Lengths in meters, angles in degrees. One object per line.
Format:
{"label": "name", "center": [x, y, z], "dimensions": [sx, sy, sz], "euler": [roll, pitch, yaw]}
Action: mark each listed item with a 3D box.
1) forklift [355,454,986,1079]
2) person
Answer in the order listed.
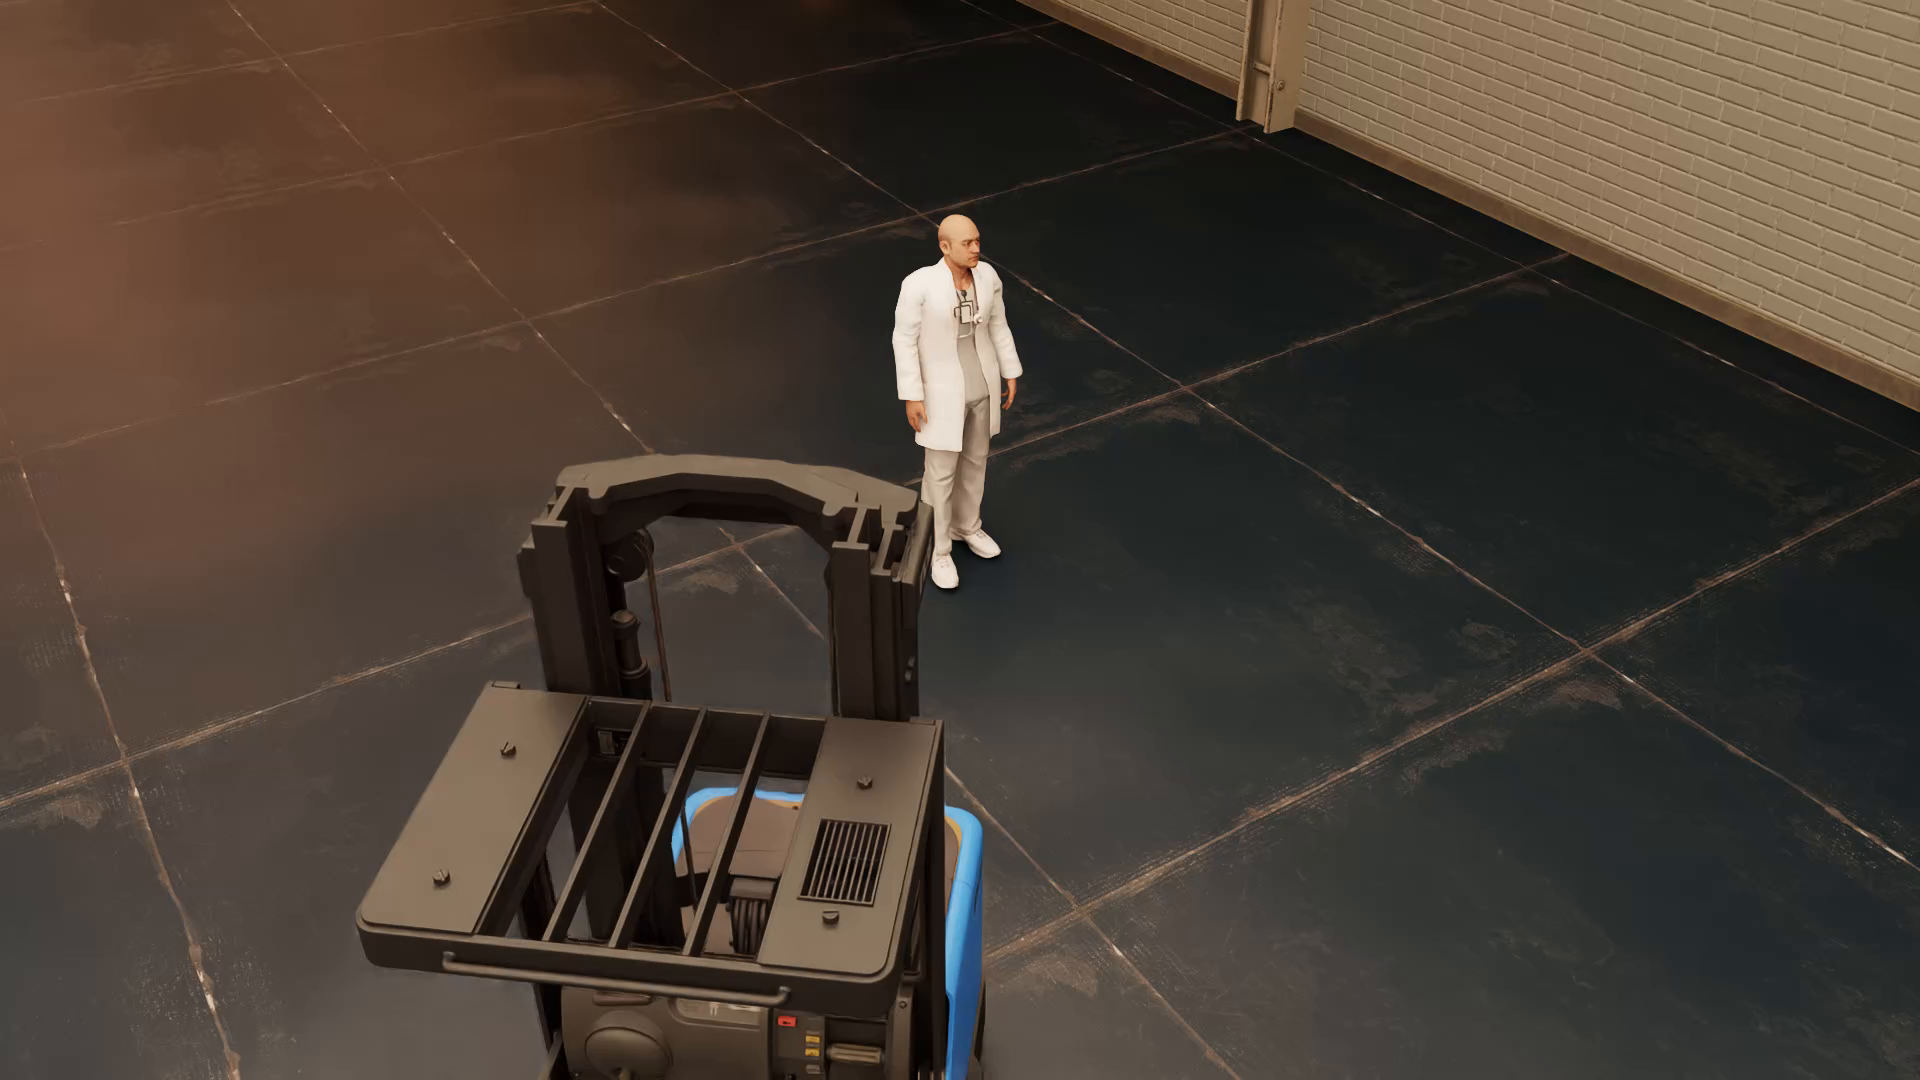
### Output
{"label": "forklift", "center": [-0.612, 1.381, 4.182], "dimensions": [1.130, 2.935, 3.031], "euler": [4, 35, 6]}
{"label": "person", "center": [0.047, -0.687, 8.118], "dimensions": [0.696, 1.777, 0.578], "euler": [-21, 40, -27]}
